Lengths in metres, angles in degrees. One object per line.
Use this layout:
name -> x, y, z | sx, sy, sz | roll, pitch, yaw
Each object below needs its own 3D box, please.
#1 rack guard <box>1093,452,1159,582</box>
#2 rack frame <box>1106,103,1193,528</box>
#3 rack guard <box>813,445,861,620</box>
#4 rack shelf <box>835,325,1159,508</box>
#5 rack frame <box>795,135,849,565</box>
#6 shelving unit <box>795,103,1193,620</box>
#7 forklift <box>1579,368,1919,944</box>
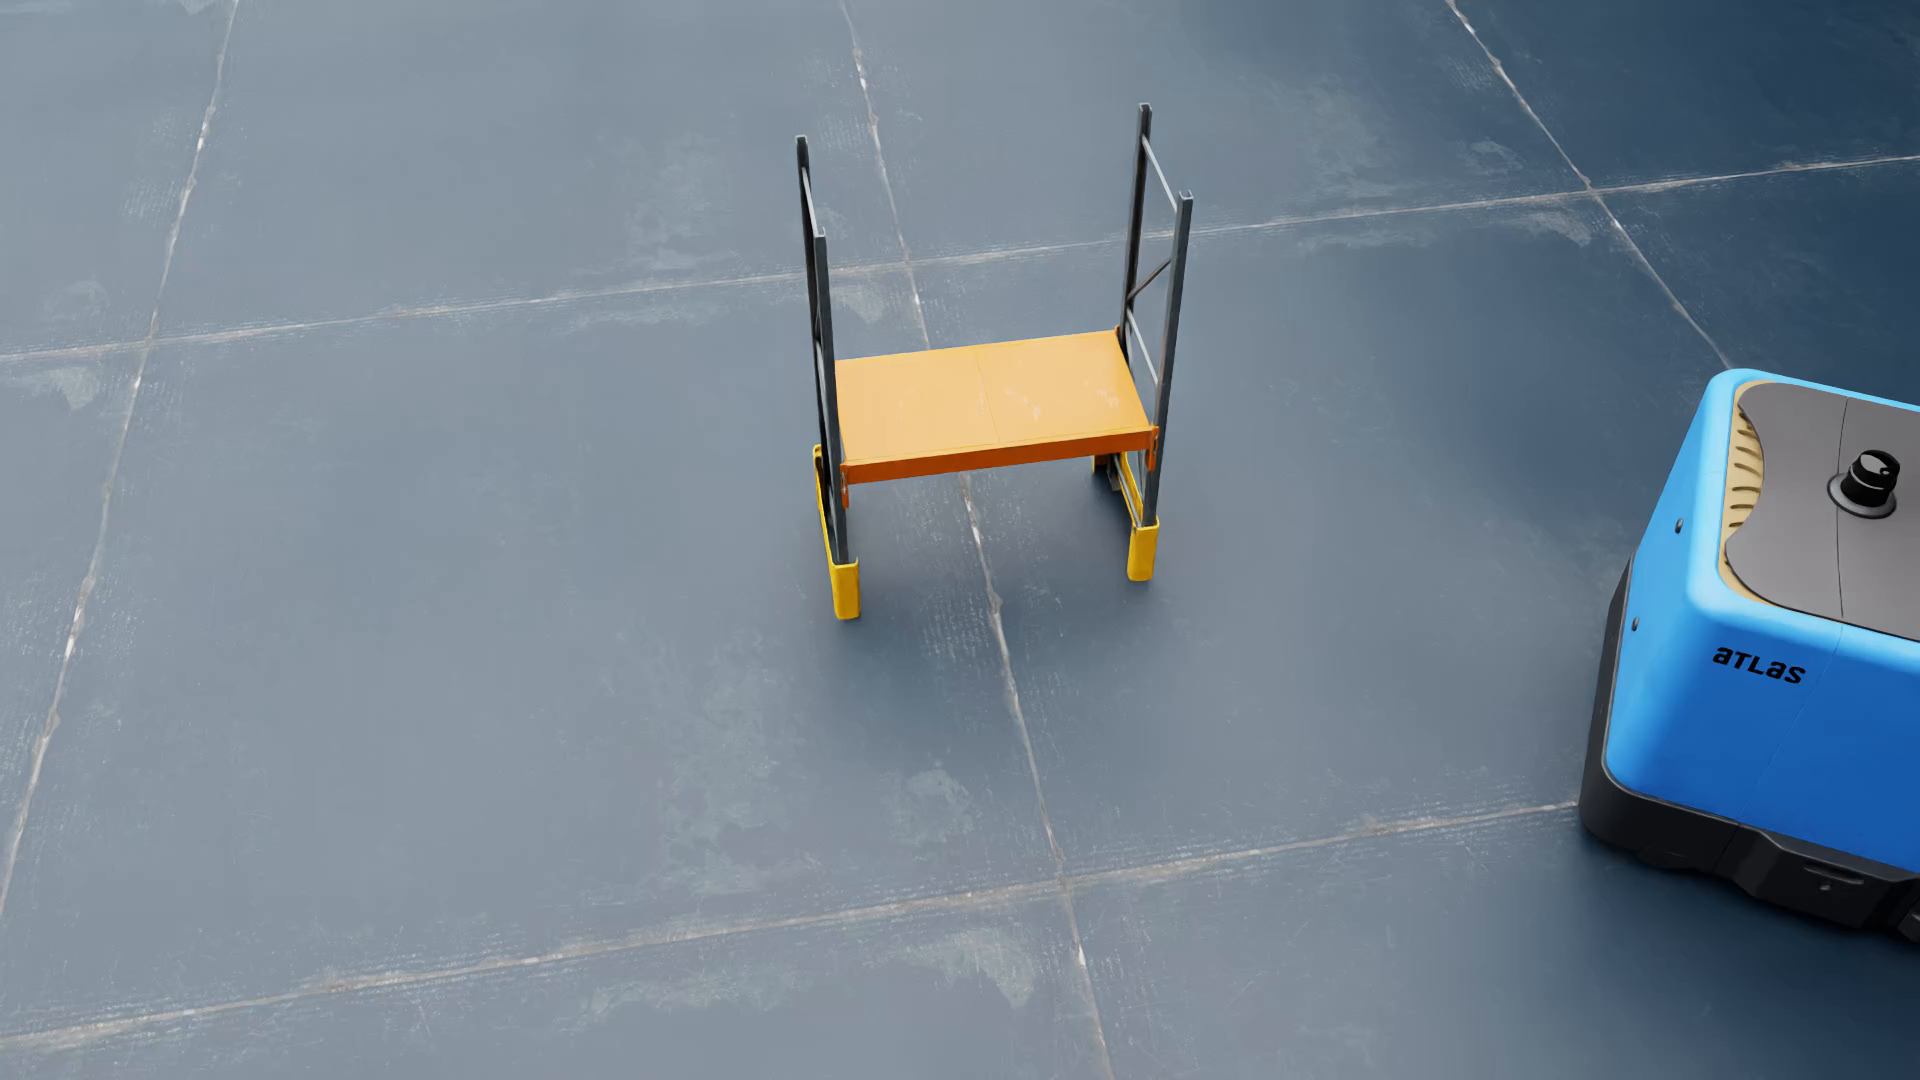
rack guard -> 0.566, -0.157, 5.728 | 0.087, 0.250, 0.587 | -7, 46, -7
rack frame -> 0.585, -0.593, 5.280 | 0.032, 1.500, 0.500 | -7, 46, -7
rack guard -> -0.416, -0.035, 5.610 | 0.087, 0.250, 0.587 | -7, 46, -7
rack shelf -> 0.084, -0.406, 5.350 | 1.000, 0.185, 0.538 | -7, 46, -7
rack frame -> -0.417, -0.468, 5.160 | 0.032, 1.500, 0.500 | -7, 46, -7
shelving unit -> 0.075, -0.530, 5.219 | 1.083, 1.500, 0.587 | -7, 46, -7
forklift -> 3.386, -0.074, 3.786 | 3.031, 2.935, 1.130 | 16, 48, 14
